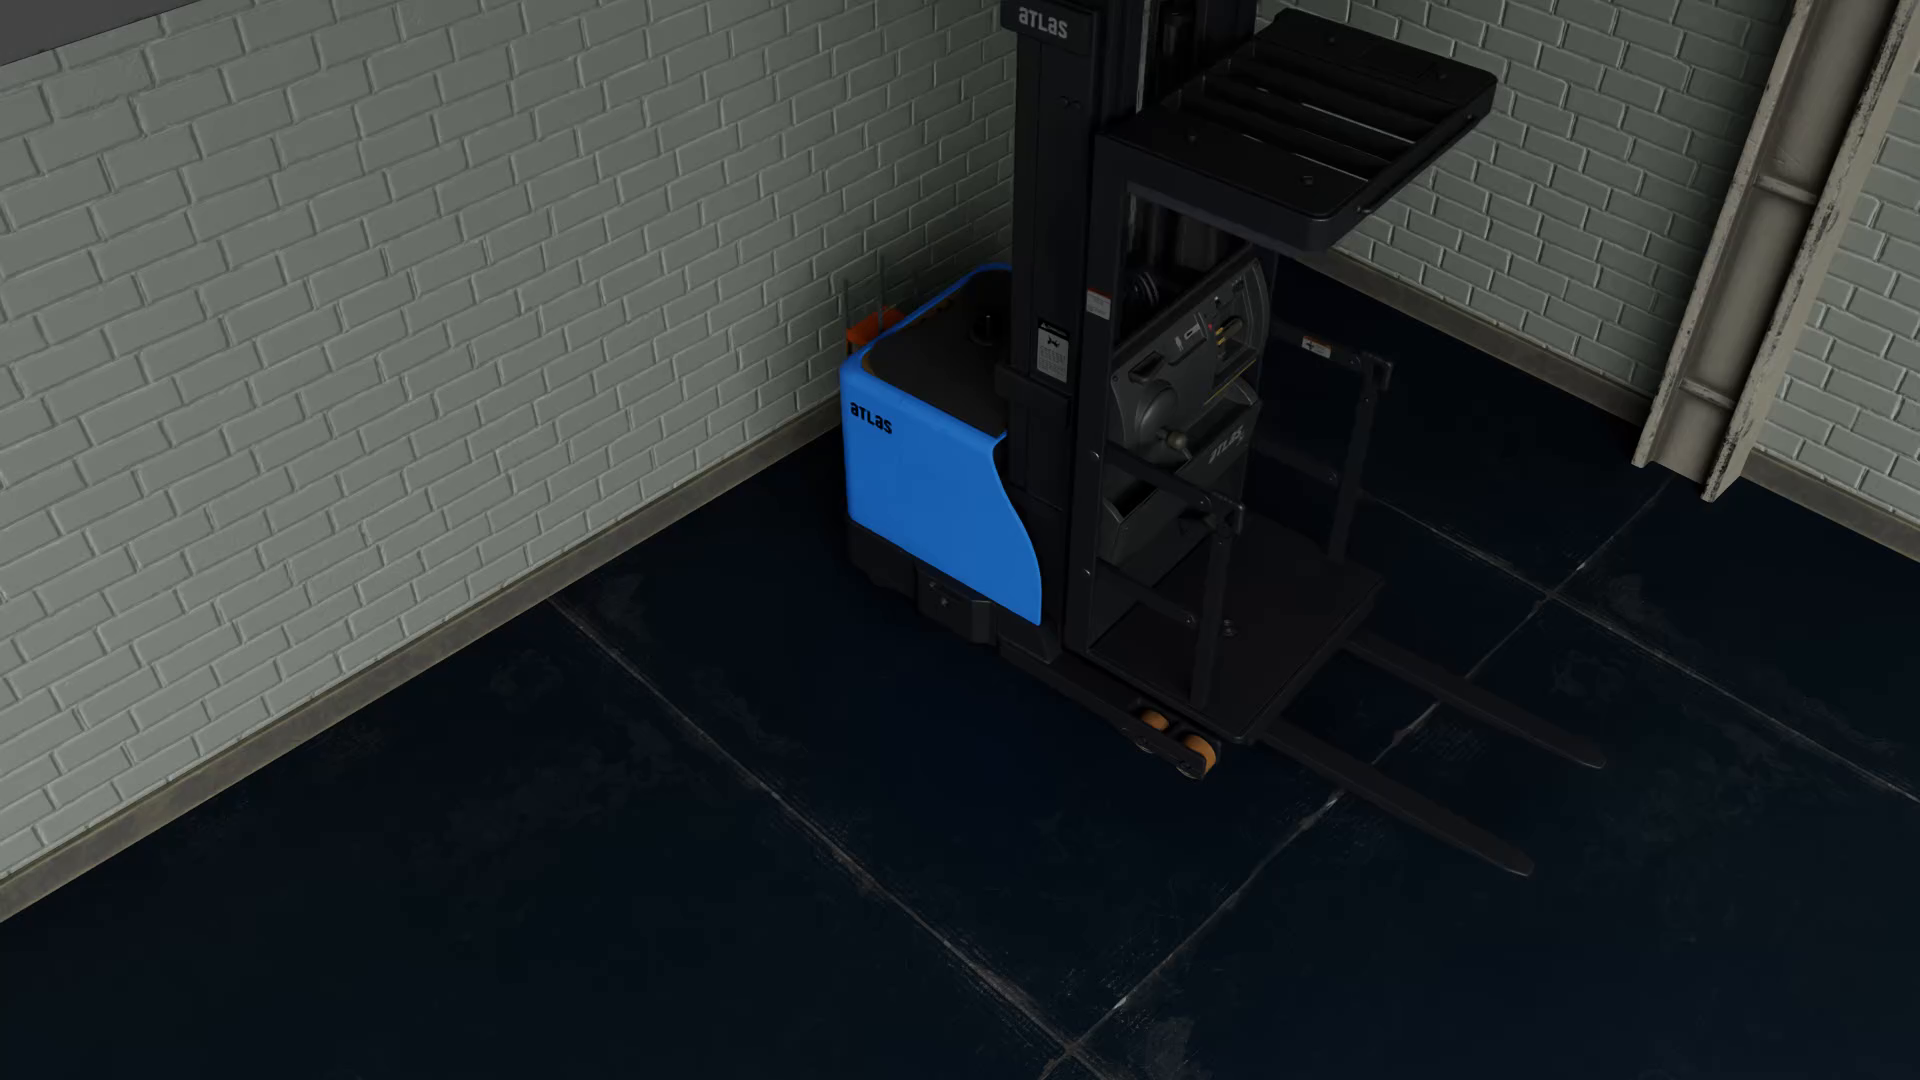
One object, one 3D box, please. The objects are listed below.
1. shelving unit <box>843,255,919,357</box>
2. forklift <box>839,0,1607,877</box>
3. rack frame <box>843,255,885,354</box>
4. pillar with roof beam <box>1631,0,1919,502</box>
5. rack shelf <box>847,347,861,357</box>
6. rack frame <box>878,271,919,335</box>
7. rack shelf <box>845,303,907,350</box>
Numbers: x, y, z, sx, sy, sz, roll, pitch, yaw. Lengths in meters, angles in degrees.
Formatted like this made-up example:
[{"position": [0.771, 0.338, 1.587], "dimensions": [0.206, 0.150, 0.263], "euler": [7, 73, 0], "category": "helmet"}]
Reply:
[{"position": [-0.316, -0.612, 7.028], "dimensions": [0.189, 1.200, 0.258], "euler": [29, 50, 28], "category": "shelving unit"}, {"position": [0.977, -0.589, 5.727], "dimensions": [3.031, 2.935, 1.130], "euler": [29, 50, 28], "category": "forklift"}, {"position": [-0.386, -0.651, 7.070], "dimensions": [0.006, 1.200, 0.240], "euler": [29, 50, 28], "category": "rack frame"}, {"position": [0.277, -1.575, 2.324], "dimensions": [9.100, 9.000, 0.400], "euler": [-34, 53, -31], "category": "pillar with roof beam"}, {"position": [-0.316, -0.755, 6.895], "dimensions": [0.180, 0.103, 0.258], "euler": [29, 50, 28], "category": "rack shelf"}, {"position": [-0.245, -0.572, 6.985], "dimensions": [0.006, 1.200, 0.240], "euler": [29, 50, 28], "category": "rack frame"}, {"position": [-0.316, -0.843, 6.814], "dimensions": [0.180, 0.103, 0.258], "euler": [29, 50, 28], "category": "rack shelf"}]
